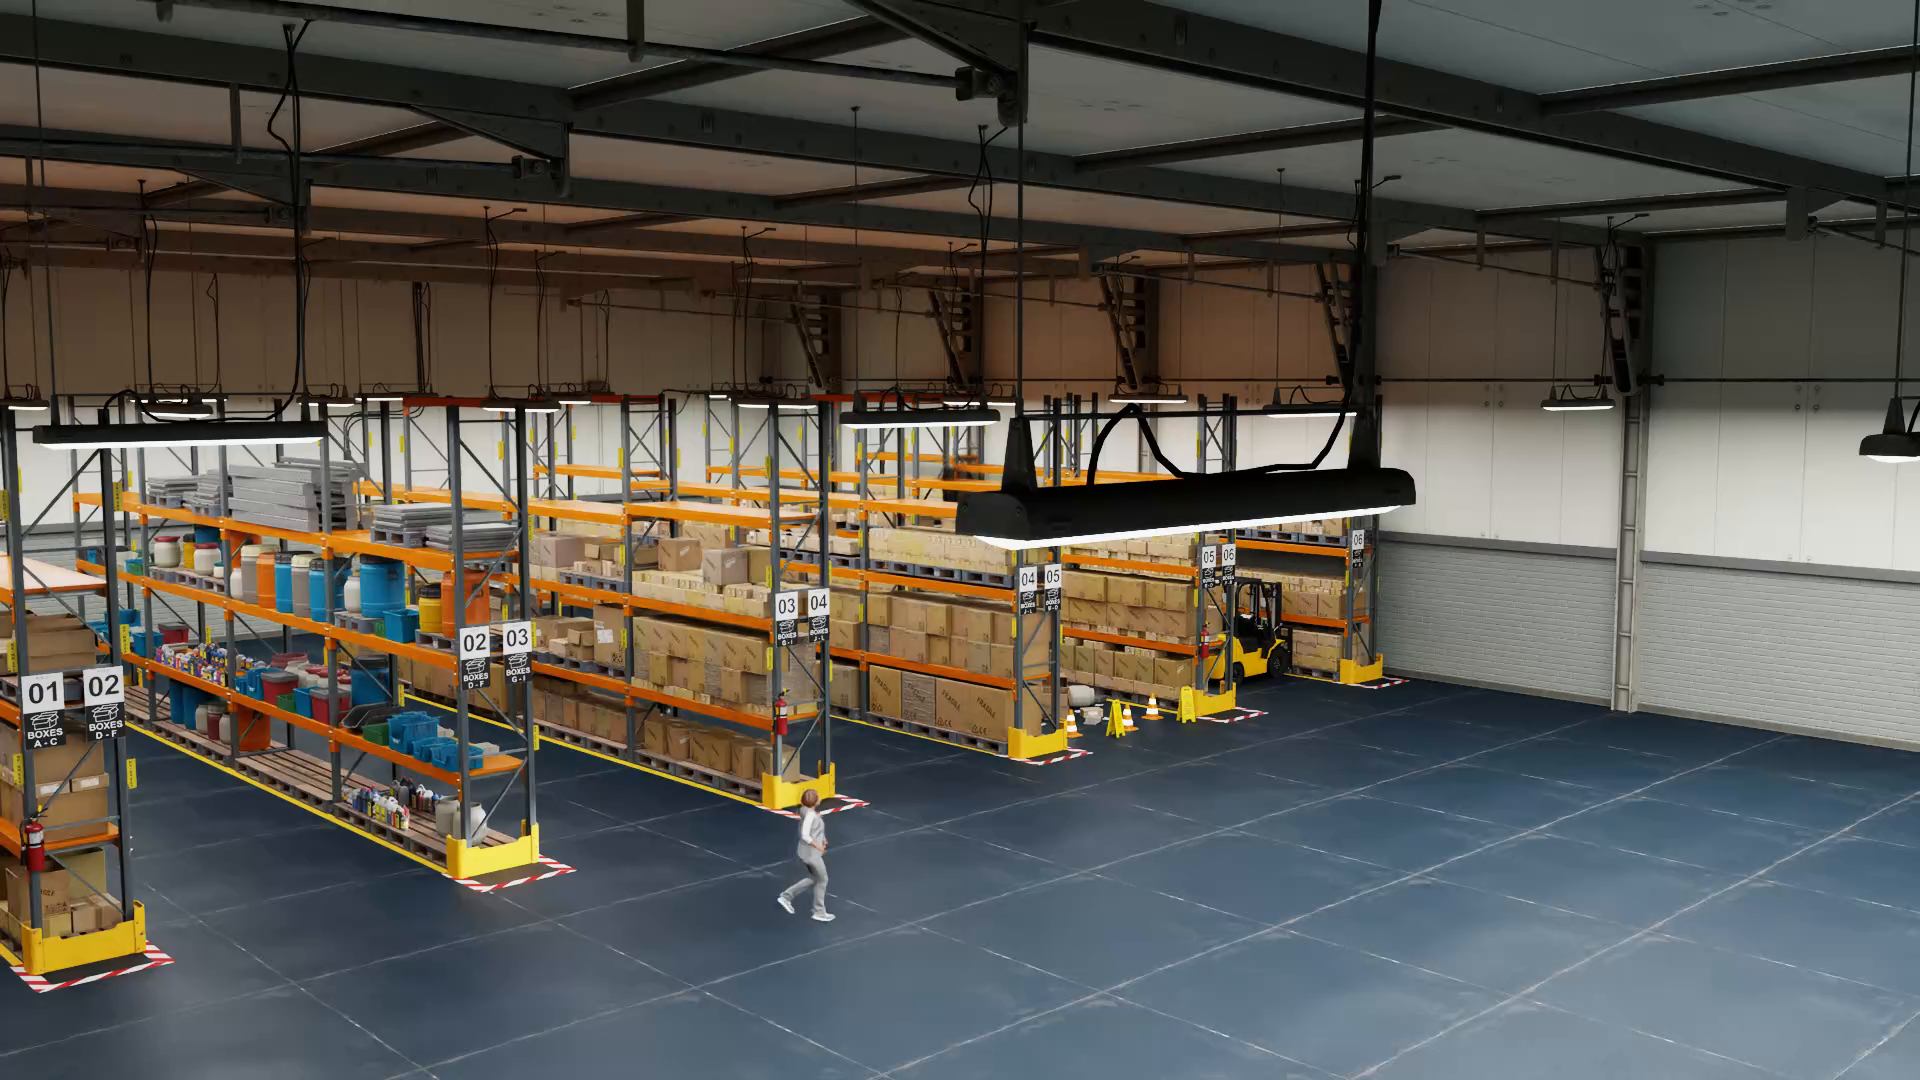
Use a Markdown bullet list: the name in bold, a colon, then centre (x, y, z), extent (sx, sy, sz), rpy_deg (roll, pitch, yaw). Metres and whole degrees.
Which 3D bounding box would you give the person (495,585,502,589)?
- **person**: centre (-10.644, 1.843, 38.228), extent (0.703, 1.601, 0.509), rpy_deg (-3, 6, -27)

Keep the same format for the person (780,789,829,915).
- **person**: centre (-1.798, 3.639, 19.349), extent (0.592, 1.501, 0.503), rpy_deg (-2, 6, -17)

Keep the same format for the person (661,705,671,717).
- **person**: centre (-5.430, 2.555, 30.880), extent (0.531, 1.564, 0.594), rpy_deg (-5, 8, -44)
